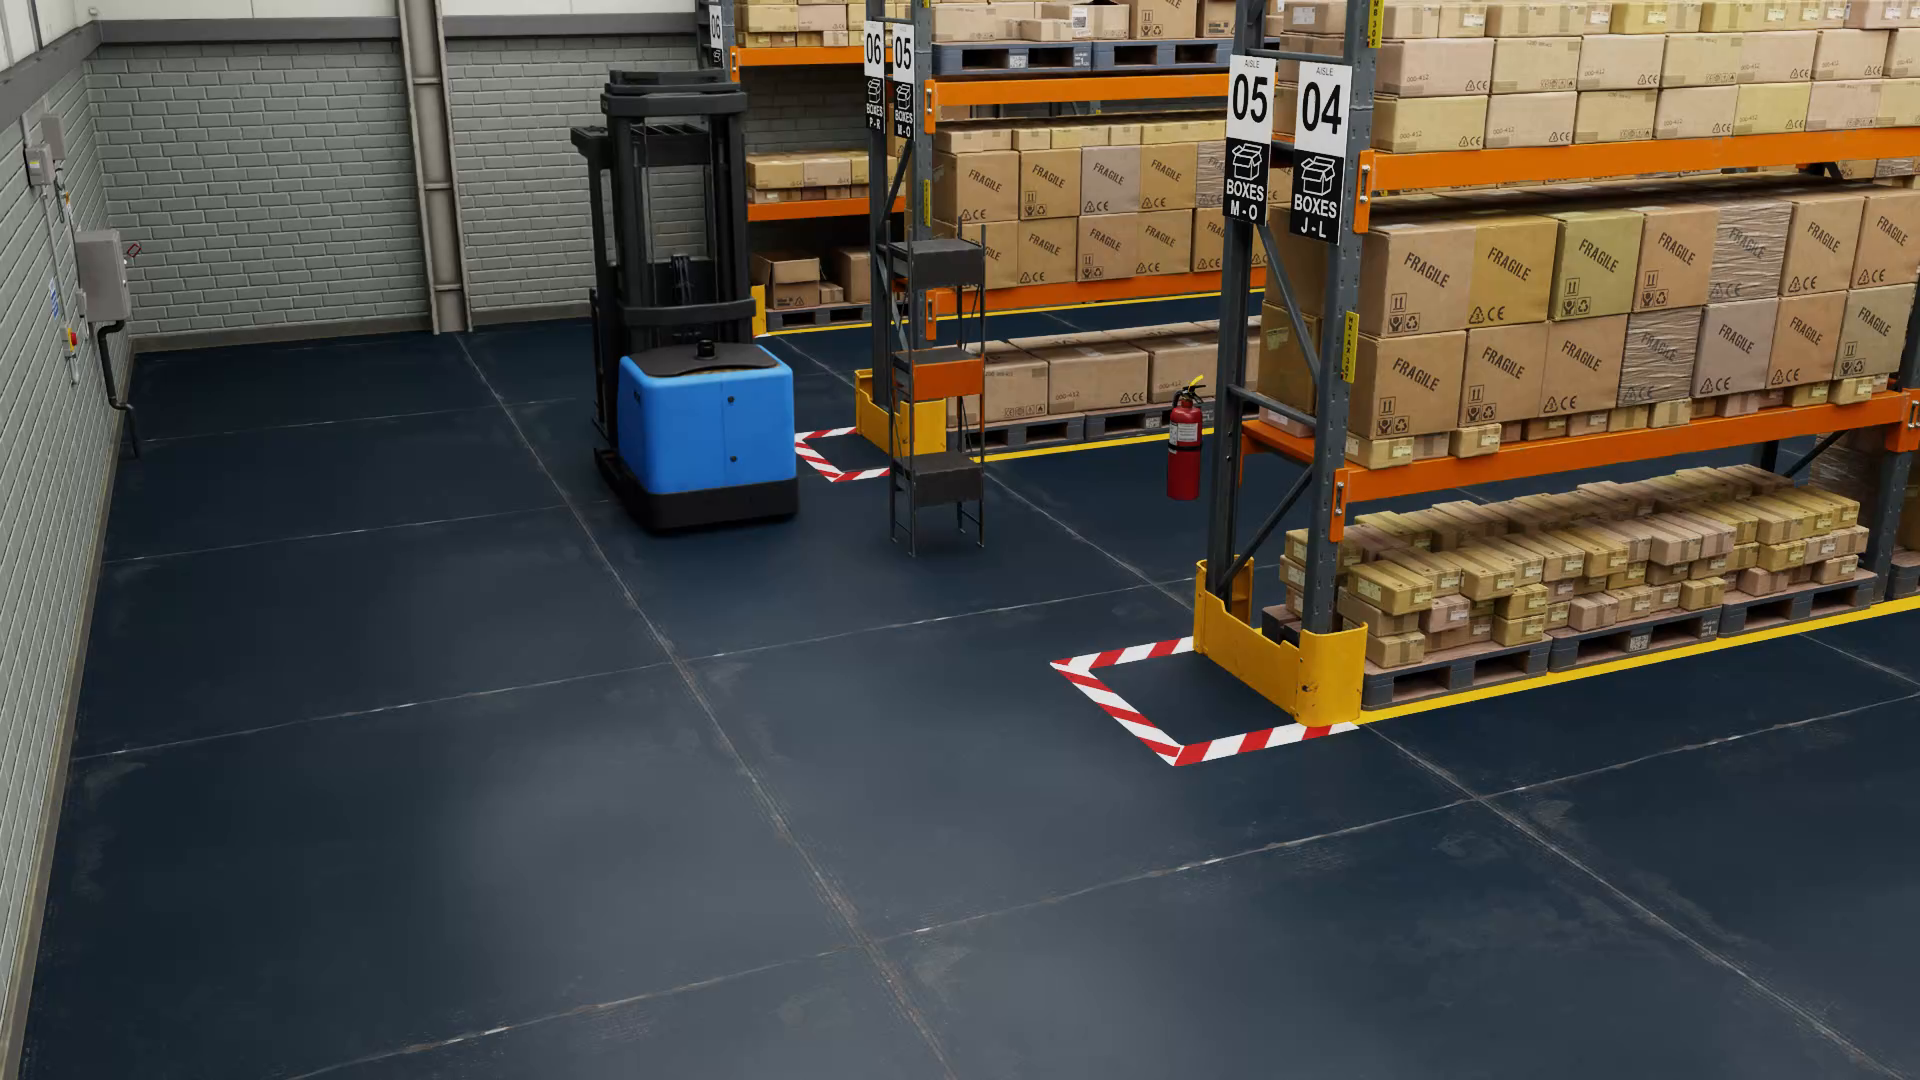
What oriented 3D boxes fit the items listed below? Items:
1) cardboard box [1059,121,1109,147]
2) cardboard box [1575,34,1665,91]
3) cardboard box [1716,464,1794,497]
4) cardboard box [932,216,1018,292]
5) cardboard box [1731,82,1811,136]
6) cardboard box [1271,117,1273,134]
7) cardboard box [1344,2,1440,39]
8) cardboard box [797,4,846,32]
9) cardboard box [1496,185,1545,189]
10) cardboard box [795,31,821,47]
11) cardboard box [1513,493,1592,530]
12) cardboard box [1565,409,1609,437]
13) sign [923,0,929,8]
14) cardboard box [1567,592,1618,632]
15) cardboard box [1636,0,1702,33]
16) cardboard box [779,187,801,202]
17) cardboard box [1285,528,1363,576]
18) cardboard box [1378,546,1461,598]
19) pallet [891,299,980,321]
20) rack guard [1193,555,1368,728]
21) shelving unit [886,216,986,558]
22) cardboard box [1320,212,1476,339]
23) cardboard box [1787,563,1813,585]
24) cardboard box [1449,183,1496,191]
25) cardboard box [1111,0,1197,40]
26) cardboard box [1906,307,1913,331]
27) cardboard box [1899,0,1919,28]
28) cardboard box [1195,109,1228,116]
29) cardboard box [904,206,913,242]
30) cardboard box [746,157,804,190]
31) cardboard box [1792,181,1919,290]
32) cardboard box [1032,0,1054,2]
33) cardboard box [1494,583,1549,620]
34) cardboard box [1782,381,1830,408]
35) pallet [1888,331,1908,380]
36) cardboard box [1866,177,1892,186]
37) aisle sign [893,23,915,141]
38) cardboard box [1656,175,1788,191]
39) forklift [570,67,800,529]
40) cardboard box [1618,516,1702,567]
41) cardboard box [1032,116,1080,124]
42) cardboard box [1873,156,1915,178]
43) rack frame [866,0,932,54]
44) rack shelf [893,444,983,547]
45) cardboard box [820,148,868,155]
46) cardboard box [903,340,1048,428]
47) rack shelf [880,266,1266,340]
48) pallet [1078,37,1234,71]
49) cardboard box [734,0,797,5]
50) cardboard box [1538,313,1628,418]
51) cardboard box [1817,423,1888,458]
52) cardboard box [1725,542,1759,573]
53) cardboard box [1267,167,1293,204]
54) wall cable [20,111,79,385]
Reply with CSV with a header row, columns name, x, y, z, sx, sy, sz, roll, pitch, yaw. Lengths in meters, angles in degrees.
name,x,y,z,sx,sy,sz,roll,pitch,yaw
cardboard box,0.935,-3.086,12.637,0.250,0.149,0.380,-8,21,-21
cardboard box,3.055,-2.347,8.127,0.500,0.250,0.500,-8,21,-21
cardboard box,4.876,-0.334,10.220,0.250,0.149,0.380,-7,21,-20
cardboard box,0.102,-2.175,12.533,0.500,0.500,0.500,-8,21,-22
cardboard box,4.001,-2.251,8.607,0.500,0.250,0.500,-8,21,-23
cardboard box,2.321,-3.296,13.233,0.250,0.149,0.380,-8,21,-22
cardboard box,1.989,-2.398,7.671,0.250,0.149,0.380,-8,21,-22
cardboard box,-1.448,-5.198,16.531,0.500,0.250,0.500,-8,21,-21
cardboard box,4.678,-2.951,14.360,0.500,0.250,0.500,-8,21,-21
cardboard box,-1.564,-5.004,16.580,0.250,0.149,0.380,-8,21,-22
cardboard box,3.431,-0.137,9.658,0.250,0.149,0.380,-8,21,-22
cardboard box,3.194,-0.674,8.797,0.250,0.149,0.380,-9,21,-23
sign,-0.238,-3.847,11.480,0.005,0.325,0.100,-8,21,-22
cardboard box,3.380,0.356,9.155,0.250,0.149,0.380,-9,21,-25
cardboard box,3.427,-2.593,8.226,0.250,0.149,0.380,-7,21,-20
cardboard box,-1.796,-3.554,16.979,0.250,0.149,0.380,-8,21,-21
cardboard box,1.987,0.063,9.092,0.250,0.149,0.380,-8,21,-21
cardboard box,2.422,0.171,8.783,0.250,0.149,0.380,-8,21,-21
pallet,-0.502,-2.625,18.159,1.213,0.211,1.003,-8,21,-22
rack guard,1.671,0.513,8.813,0.348,0.500,1.175,-8,21,-22
shelving unit,-0.152,-0.969,10.611,0.503,2.100,0.431,-8,21,-22
cardboard box,2.119,-1.294,8.075,0.500,0.500,0.500,-8,21,-22
cardboard box,4.777,0.128,9.802,0.250,0.149,0.380,-8,21,-20
cardboard box,4.195,-3.243,14.060,0.500,0.500,0.500,-8,21,-22
cardboard box,1.458,-4.079,12.641,0.500,0.500,0.500,-8,21,-21
cardboard box,5.560,-1.375,10.156,0.250,0.149,0.380,-9,21,-23
cardboard box,4.856,-2.788,8.780,0.250,0.149,0.380,-8,21,-21
cardboard box,2.128,-3.442,13.649,0.250,0.149,0.380,-8,21,-22
cardboard box,-0.114,-2.344,13.012,0.500,0.500,0.500,-8,21,-22
cardboard box,-1.899,-3.713,16.828,0.500,0.250,0.500,-8,21,-22
cardboard box,4.950,-1.697,9.222,0.500,0.500,0.500,-9,21,-24
cardboard box,0.883,-5.772,17.408,0.500,0.250,0.500,-8,21,-22
cardboard box,2.926,0.281,8.921,0.250,0.149,0.380,-7,21,-20
cardboard box,4.642,-0.871,9.358,0.250,0.149,0.380,-7,21,-20
pallet,6.033,-1.148,10.056,1.213,0.211,1.003,-8,21,-22
cardboard box,8.769,-3.468,16.102,0.250,0.149,0.380,-7,21,-20
aisle sign,-0.404,-3.281,11.909,0.004,0.787,0.394,-8,21,-22
cardboard box,4.293,-1.784,9.468,0.500,0.500,0.500,-9,21,-24
forklift,-2.121,-1.909,12.030,1.130,2.935,3.031,-8,21,-21
cardboard box,3.882,0.004,9.260,0.250,0.149,0.380,-9,21,-24
cardboard box,0.741,-3.219,13.016,0.250,0.149,0.380,-8,21,-22
cardboard box,8.821,-3.785,16.025,0.500,0.500,0.500,-9,21,-24
rack frame,-0.452,-4.982,11.623,0.127,3.000,1.000,-8,21,-22
rack shelf,-0.152,-0.295,10.848,0.480,0.518,0.431,-8,21,-22
cardboard box,-1.174,-4.008,17.666,0.500,0.250,0.500,-7,21,-20
cardboard box,0.114,-1.259,13.308,0.875,0.438,0.875,-9,21,-24
rack shelf,1.384,-2.076,13.486,4.000,0.370,1.077,-8,21,-22
pallet,1.347,-3.788,12.881,1.213,0.211,1.003,-8,21,-22
cardboard box,-1.915,-5.368,16.259,0.500,0.250,0.500,-8,21,-23
cardboard box,3.059,-0.957,8.626,0.500,0.500,0.500,-8,21,-21
cardboard box,5.858,-0.730,10.582,0.500,0.250,0.500,-9,21,-23
cardboard box,4.359,0.045,9.589,0.250,0.149,0.380,-8,21,-21
cardboard box,2.428,-2.987,13.333,0.500,0.500,0.500,-8,21,-23
wall cable,-5.621,-1.898,10.318,0.123,1.953,0.585,-8,21,-22
